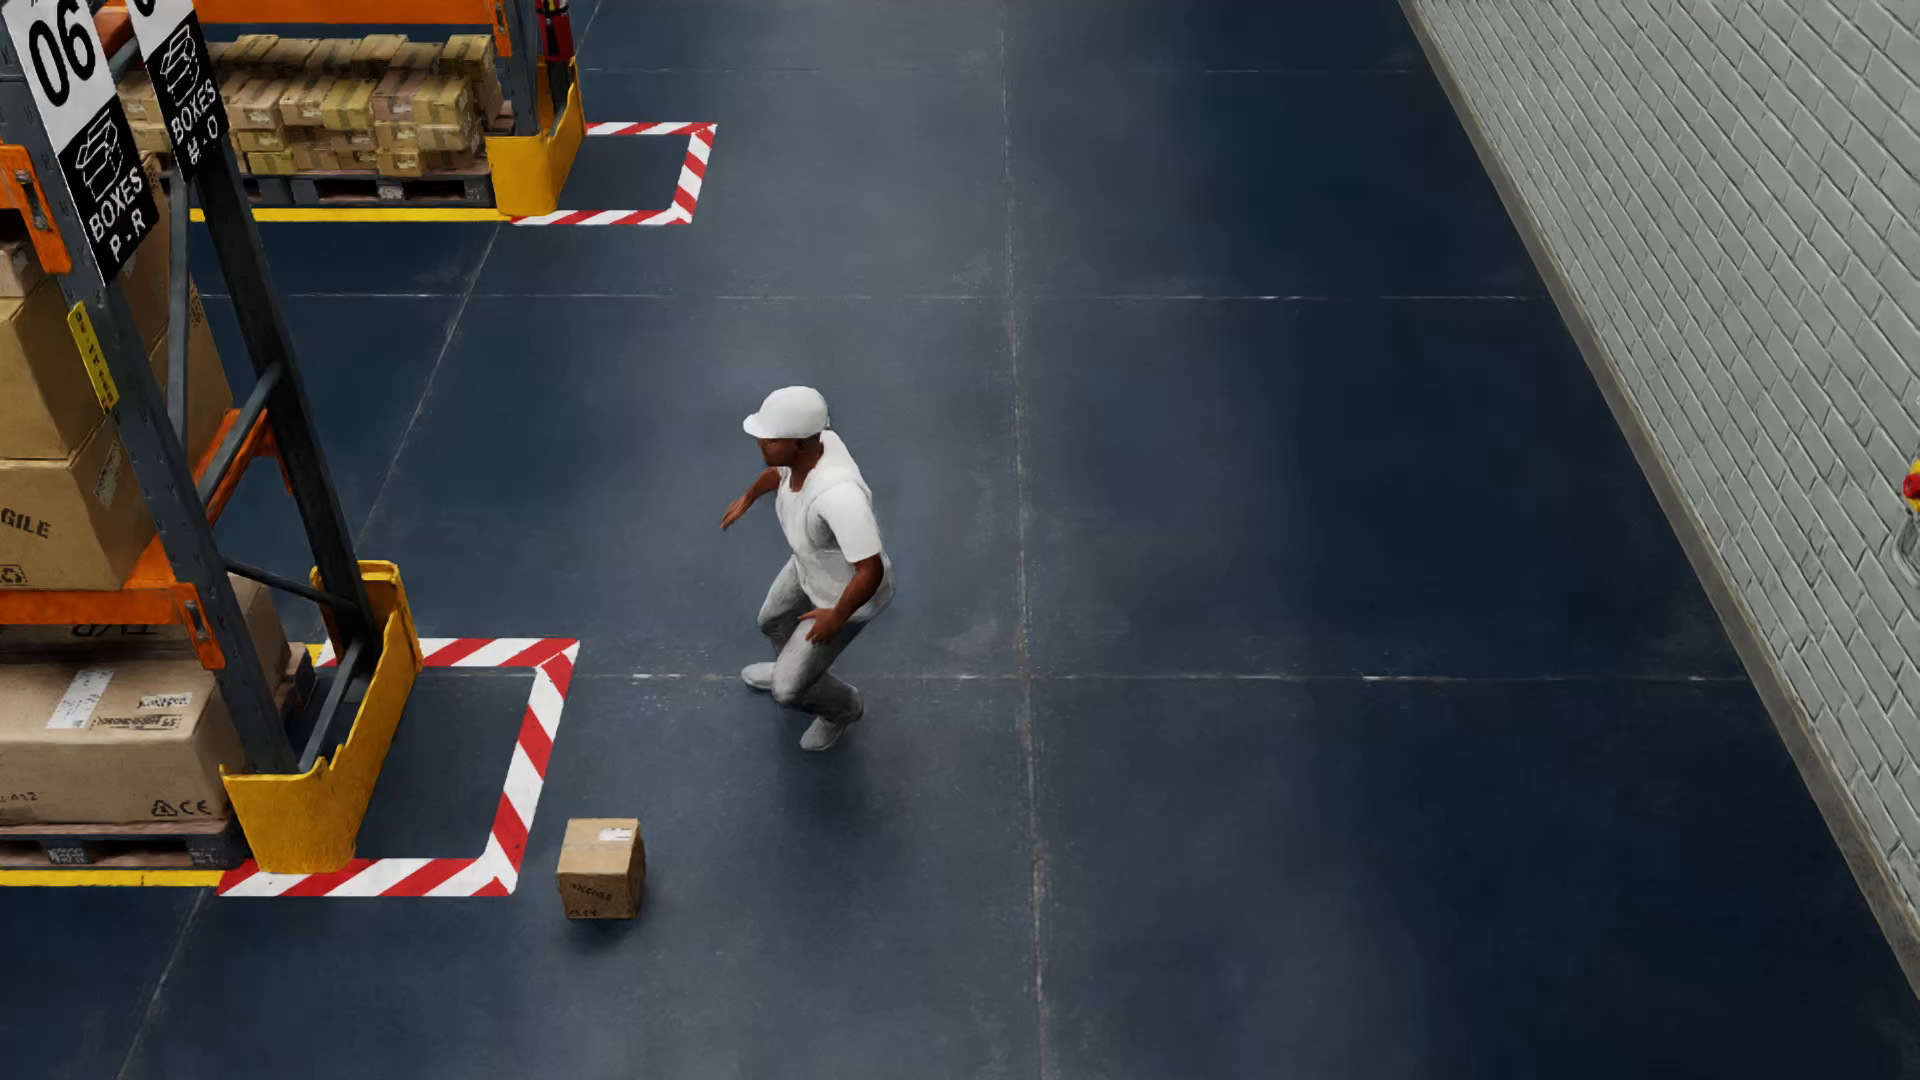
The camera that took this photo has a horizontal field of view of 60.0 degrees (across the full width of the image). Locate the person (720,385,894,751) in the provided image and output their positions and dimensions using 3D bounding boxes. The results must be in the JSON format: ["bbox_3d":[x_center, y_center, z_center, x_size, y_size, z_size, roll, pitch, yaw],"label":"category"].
[{"bbox_3d":[-0.553,0.111,6.105,0.501,1.686,0.968,-17,42,-20],"label":"person"}]
